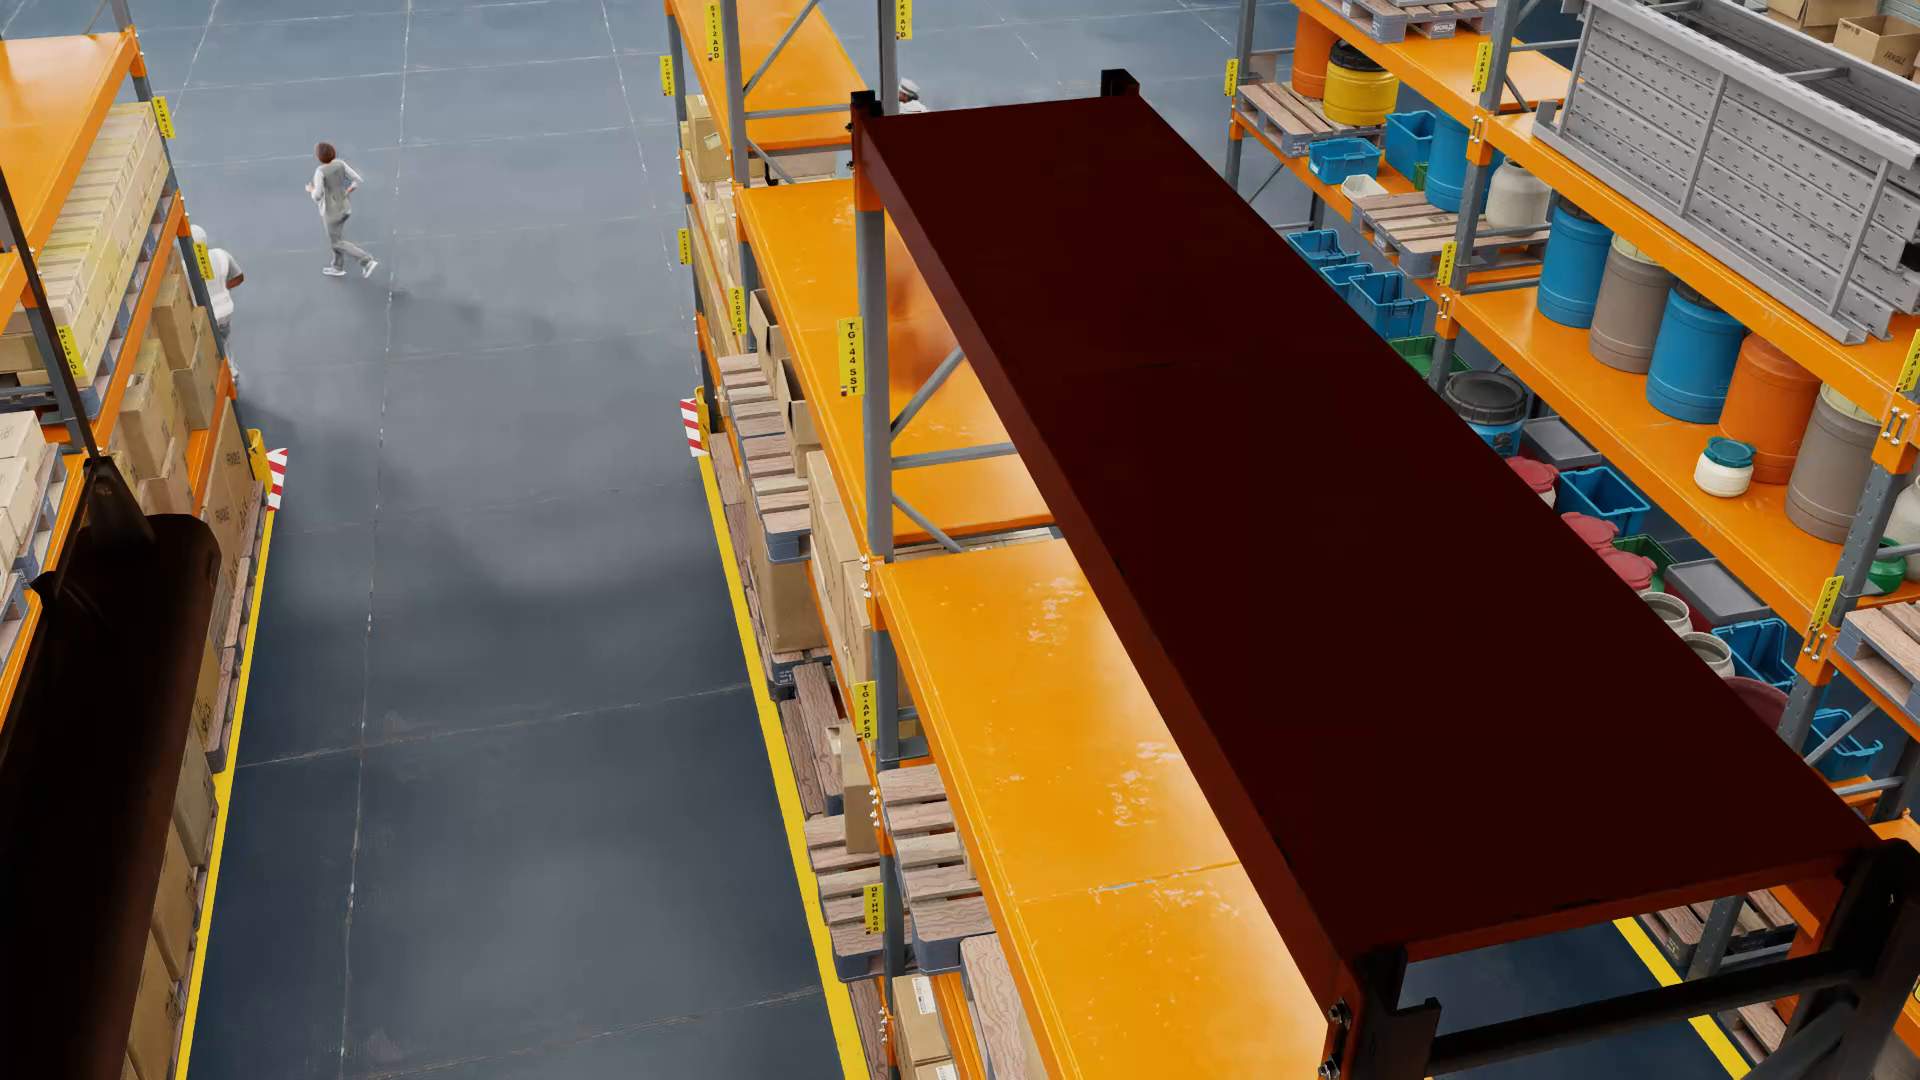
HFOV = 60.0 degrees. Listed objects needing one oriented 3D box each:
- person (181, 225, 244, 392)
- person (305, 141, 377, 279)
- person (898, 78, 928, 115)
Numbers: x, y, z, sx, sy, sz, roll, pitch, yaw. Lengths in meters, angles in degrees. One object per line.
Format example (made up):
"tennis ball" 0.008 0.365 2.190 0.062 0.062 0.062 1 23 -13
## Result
"person" -7.041 -2.156 15.698 0.638 1.733 0.705 25 42 31
"person" -6.649 -3.520 17.823 0.841 1.573 0.527 13 37 18
"person" -0.636 -4.485 19.149 0.676 1.704 0.544 2 34 2
